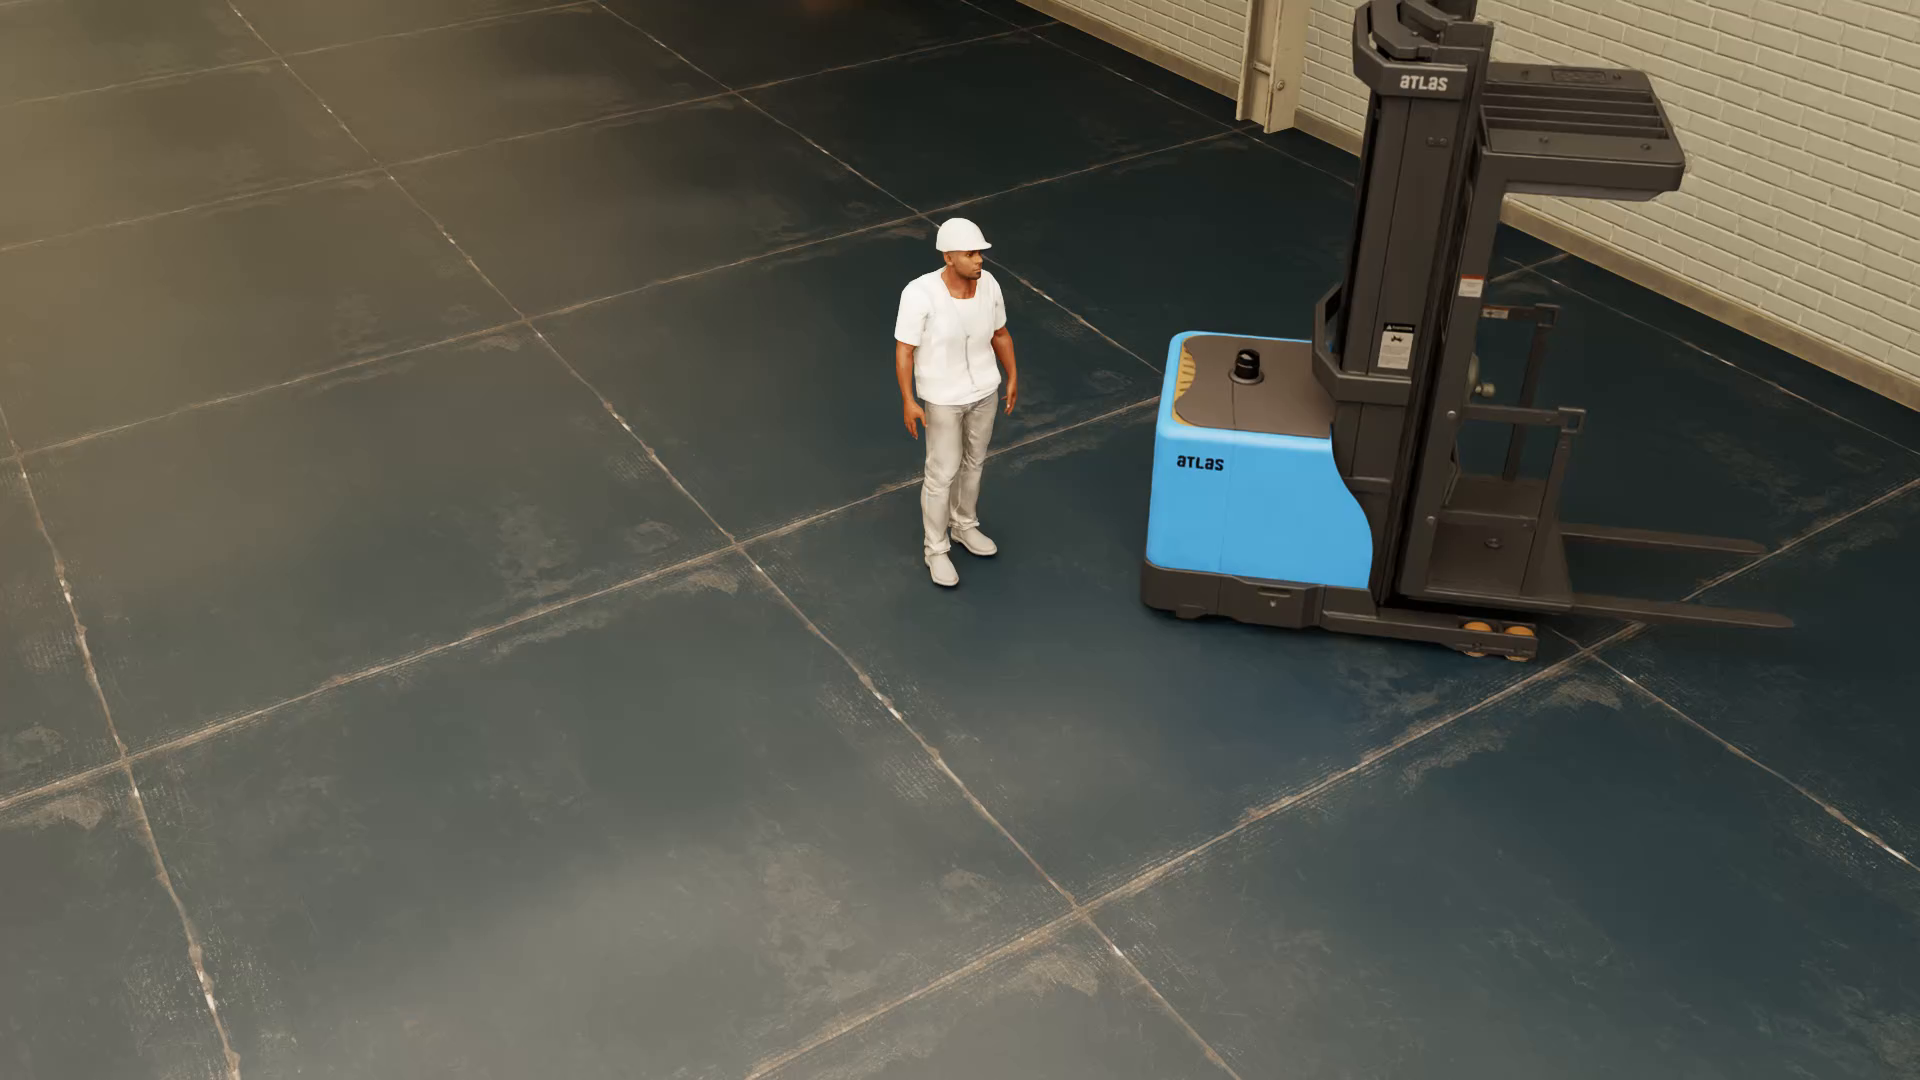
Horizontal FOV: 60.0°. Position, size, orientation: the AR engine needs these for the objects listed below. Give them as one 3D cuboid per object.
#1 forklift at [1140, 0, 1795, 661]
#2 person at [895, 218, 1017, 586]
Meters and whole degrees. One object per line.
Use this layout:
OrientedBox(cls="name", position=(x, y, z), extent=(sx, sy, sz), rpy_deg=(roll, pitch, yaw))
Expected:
OrientedBox(cls="forklift", position=(2.454, -0.956, 7.508), extent=(3.031, 2.935, 1.130), rpy_deg=(6, 36, 8))
OrientedBox(cls="person", position=(0.033, -0.693, 8.135), extent=(0.665, 1.768, 0.575), rpy_deg=(-21, 40, -27))
